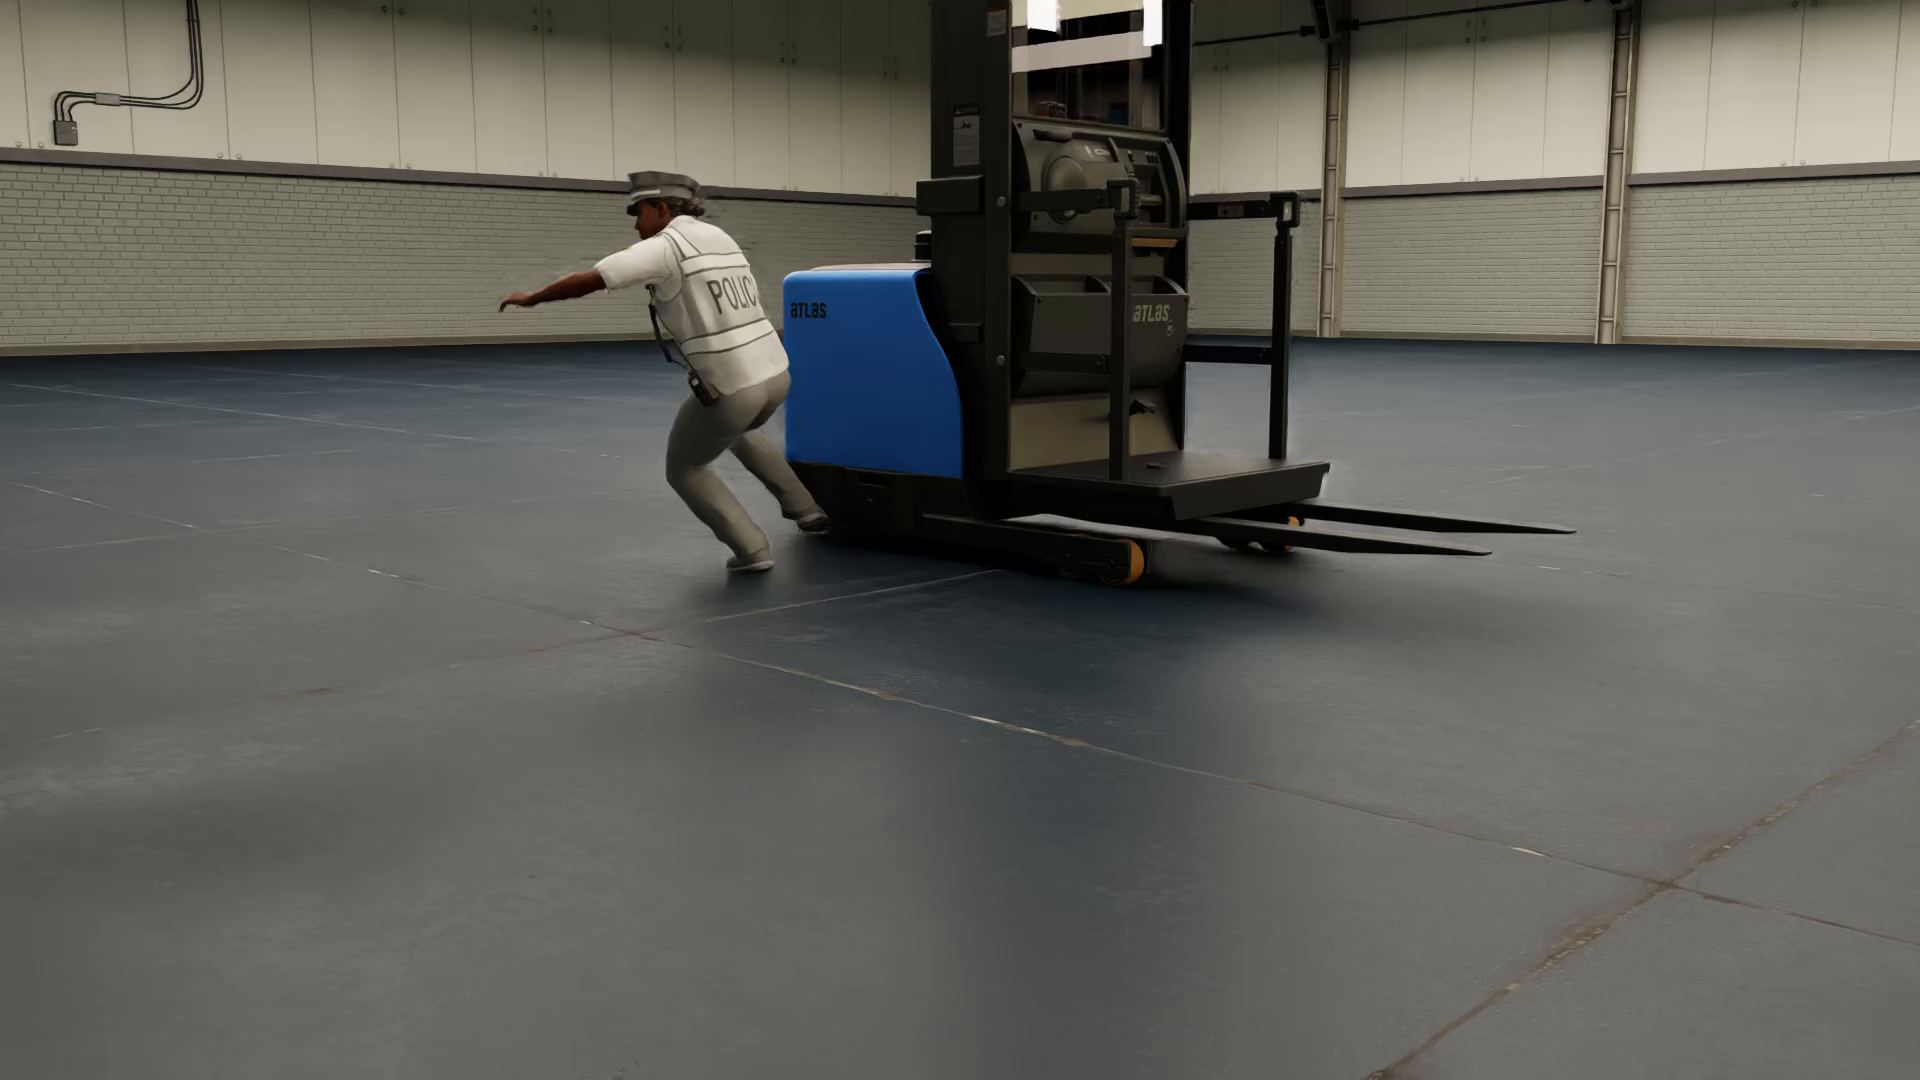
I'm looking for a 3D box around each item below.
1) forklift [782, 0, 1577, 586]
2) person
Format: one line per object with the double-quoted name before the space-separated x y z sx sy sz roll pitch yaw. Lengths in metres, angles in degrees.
"forklift" 0.684 -1.378 6.026 3.031 2.935 1.130 8 12 43
"person" -0.940 -0.592 6.020 0.879 1.419 1.196 5 10 28
